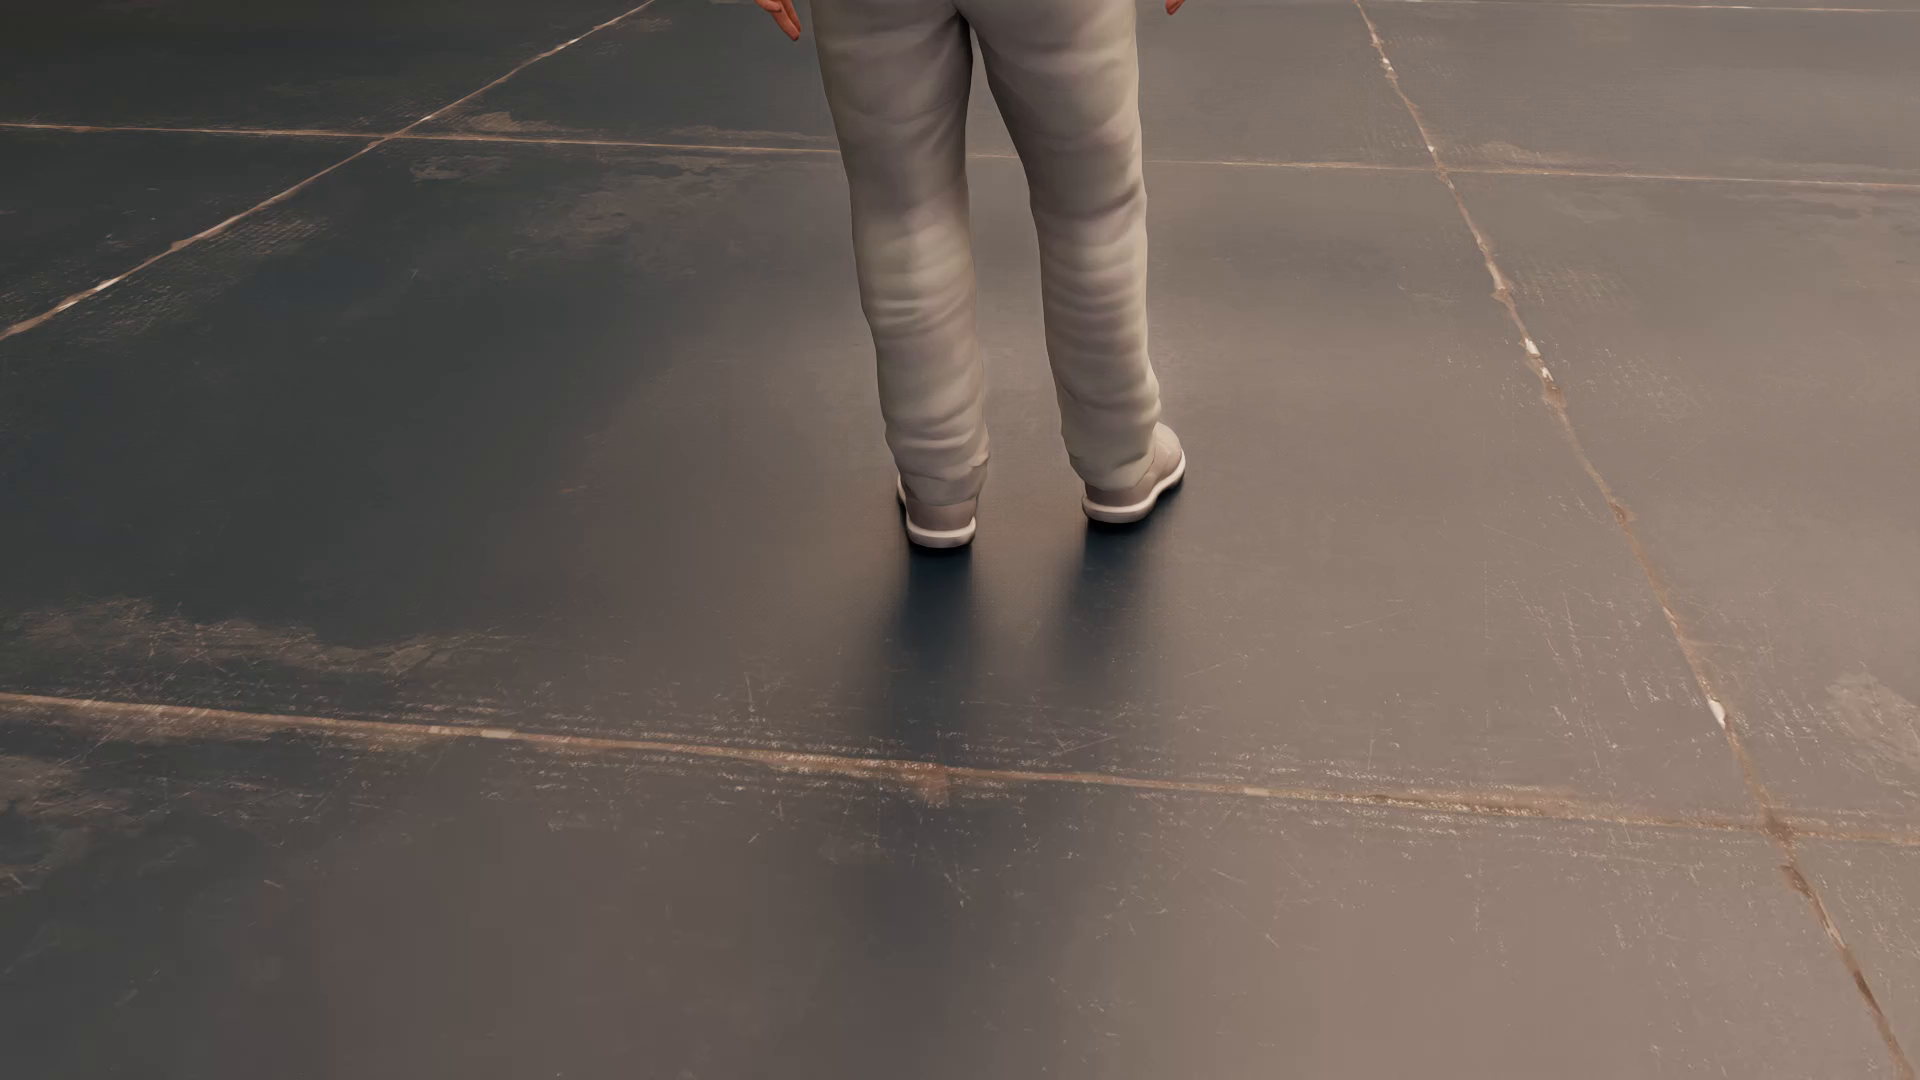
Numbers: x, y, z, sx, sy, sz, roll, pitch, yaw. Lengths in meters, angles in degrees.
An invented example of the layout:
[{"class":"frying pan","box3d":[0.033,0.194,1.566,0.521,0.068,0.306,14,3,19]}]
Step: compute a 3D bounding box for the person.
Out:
[{"class":"person","box3d":[0.022,-0.837,2.167,0.641,1.777,0.574,3,27,7]}]
